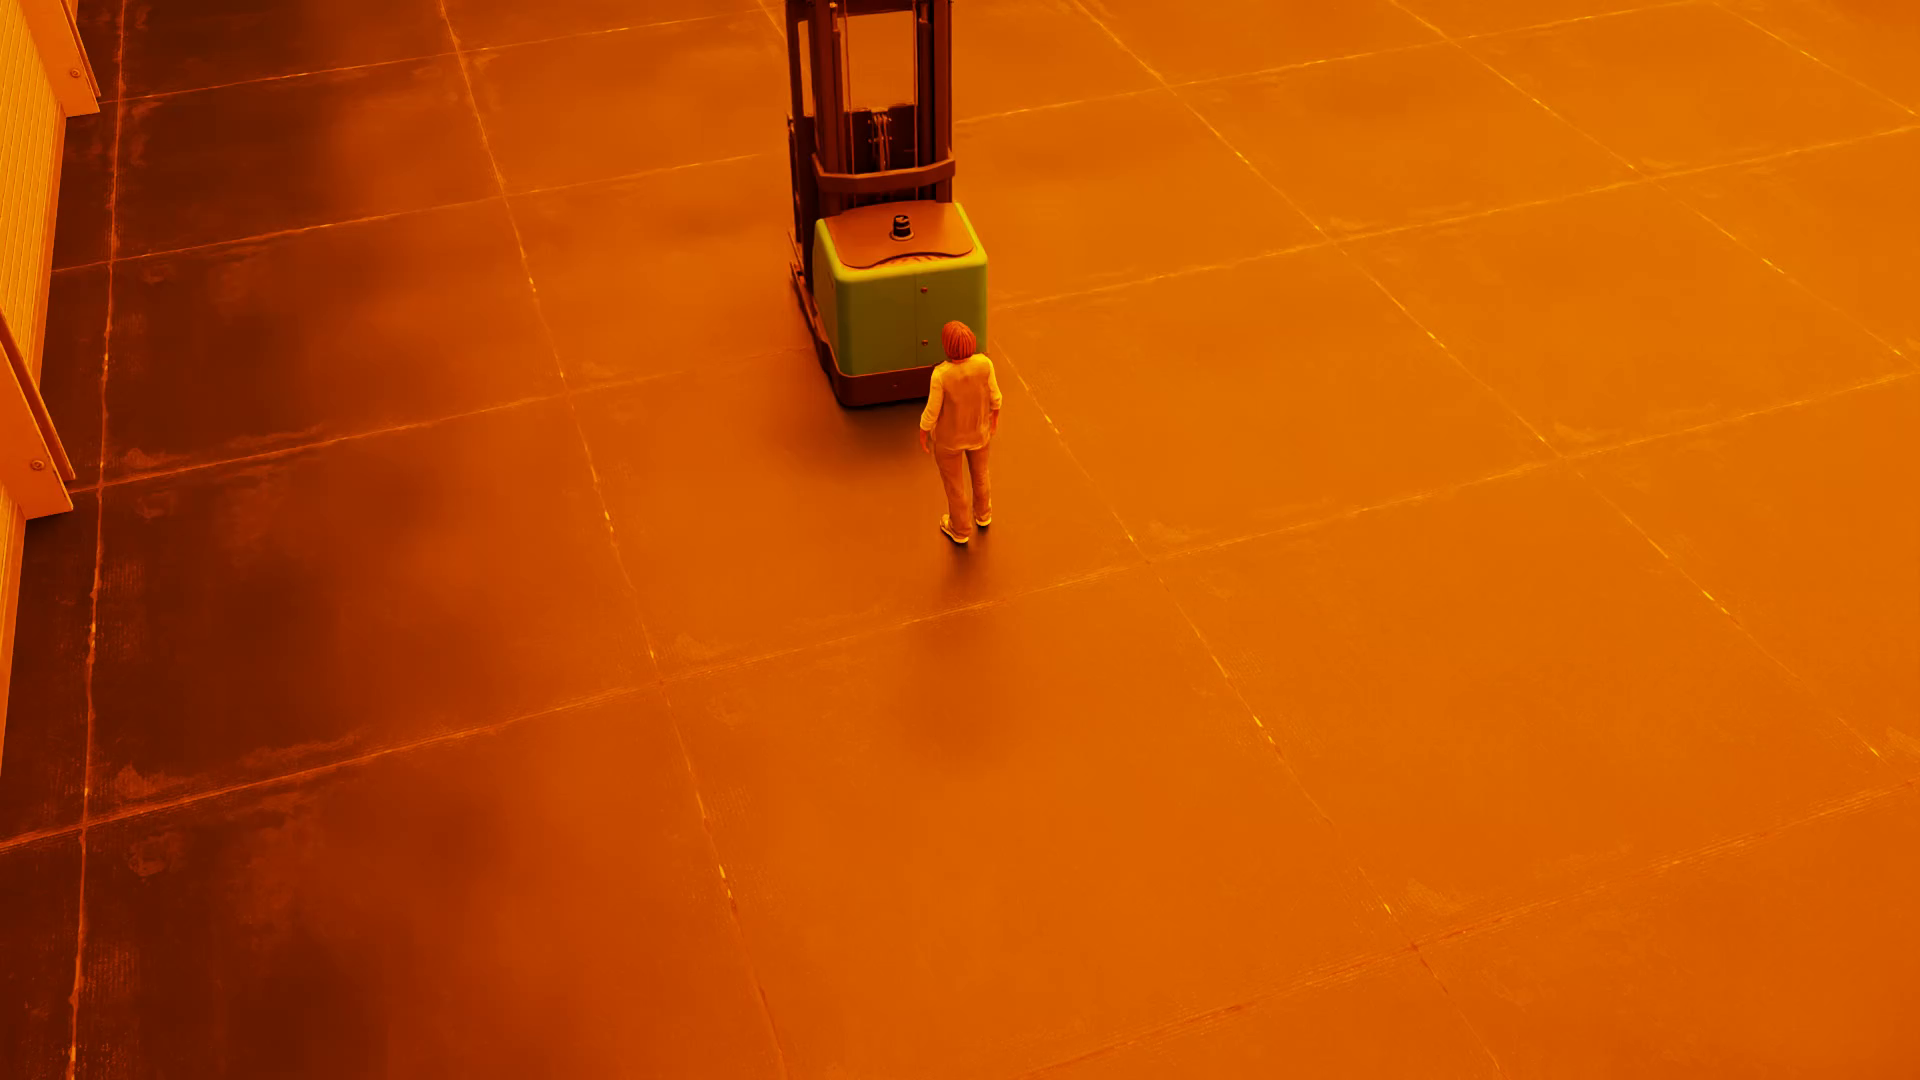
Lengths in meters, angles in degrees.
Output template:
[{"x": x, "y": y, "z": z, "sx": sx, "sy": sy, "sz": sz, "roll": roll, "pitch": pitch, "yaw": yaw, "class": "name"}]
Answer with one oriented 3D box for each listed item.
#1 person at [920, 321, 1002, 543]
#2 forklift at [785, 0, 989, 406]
[{"x": -0.012, "y": -0.666, "z": 9.815, "sx": 0.520, "sy": 1.599, "sz": 0.473, "roll": -13, "pitch": 42, "yaw": -15, "class": "person"}, {"x": -0.655, "y": -2.982, "z": 11.548, "sx": 1.130, "sy": 2.935, "sz": 3.031, "roll": -9, "pitch": 41, "yaw": -11, "class": "forklift"}]
